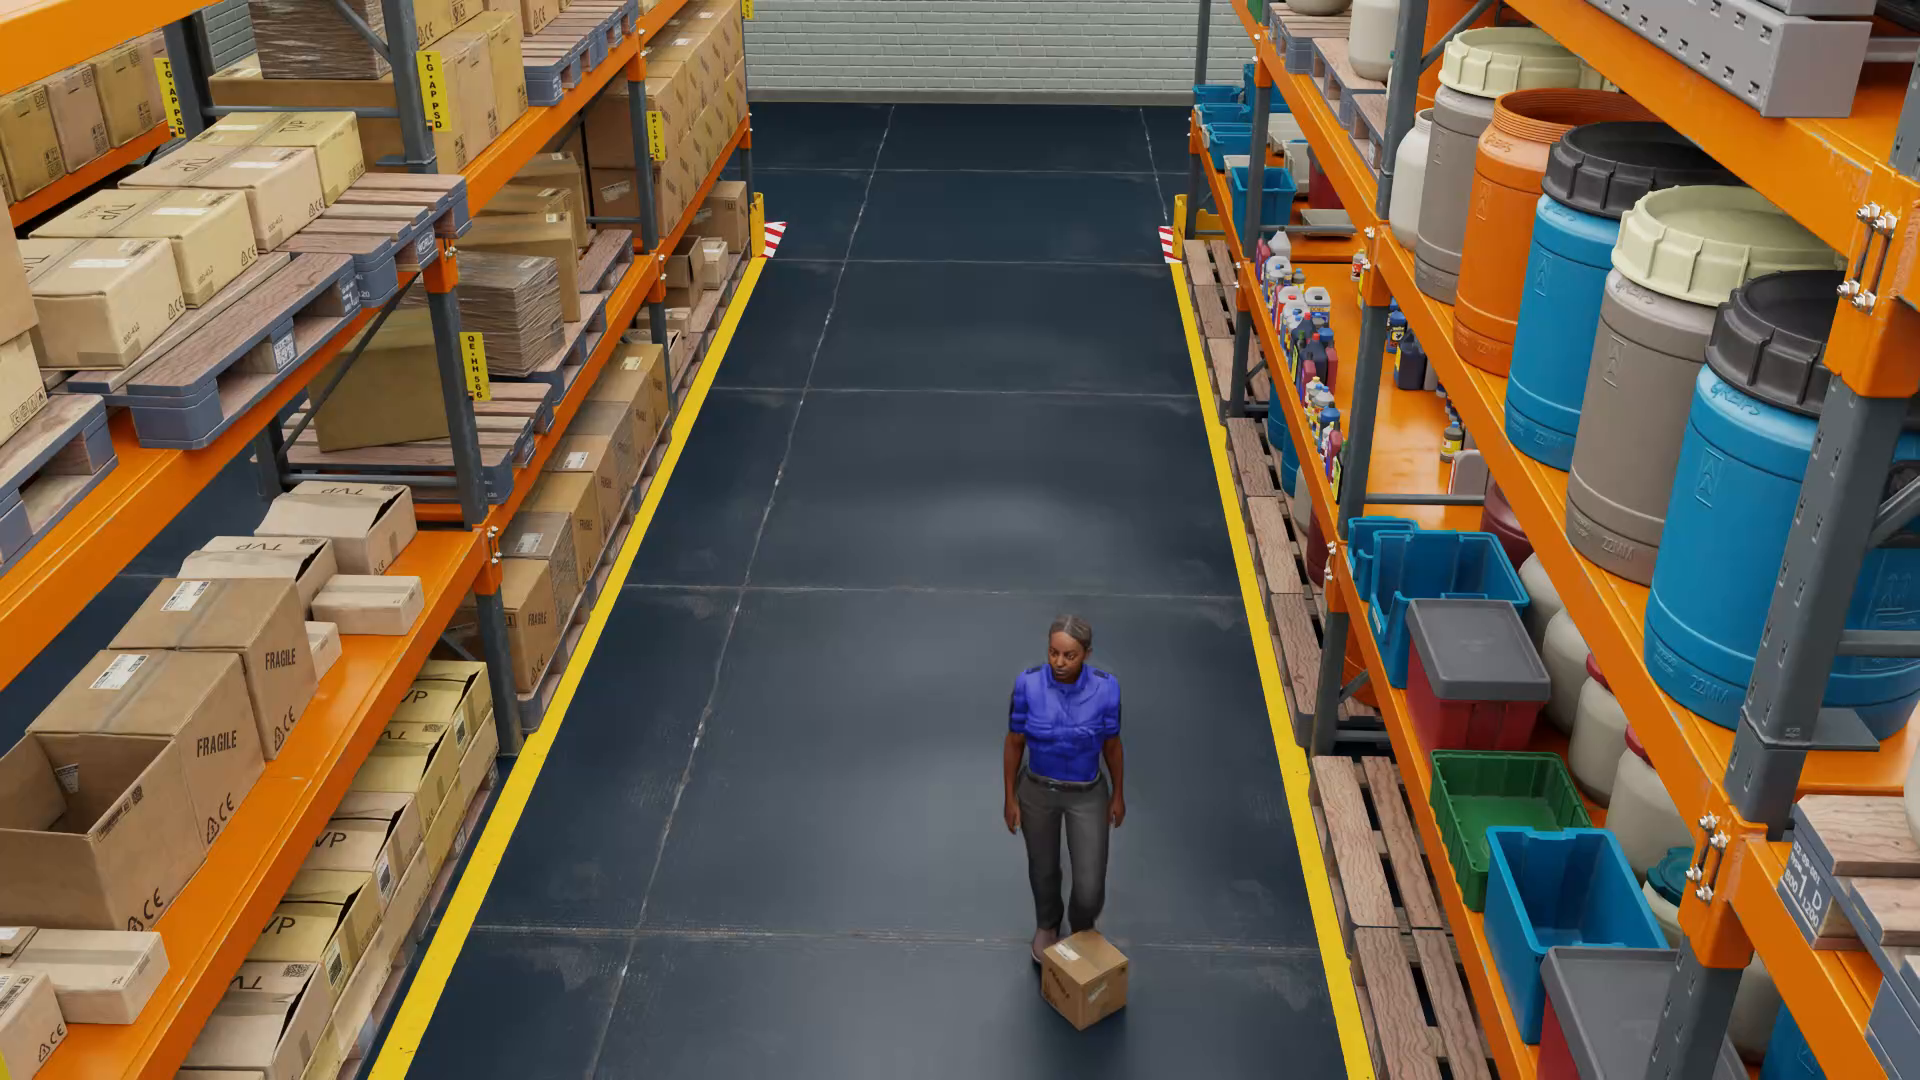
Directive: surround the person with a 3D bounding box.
[{"bbox_3d":[0.407,1.058,6.627,0.486,1.685,0.469,6,29,11],"label":"person"}]
